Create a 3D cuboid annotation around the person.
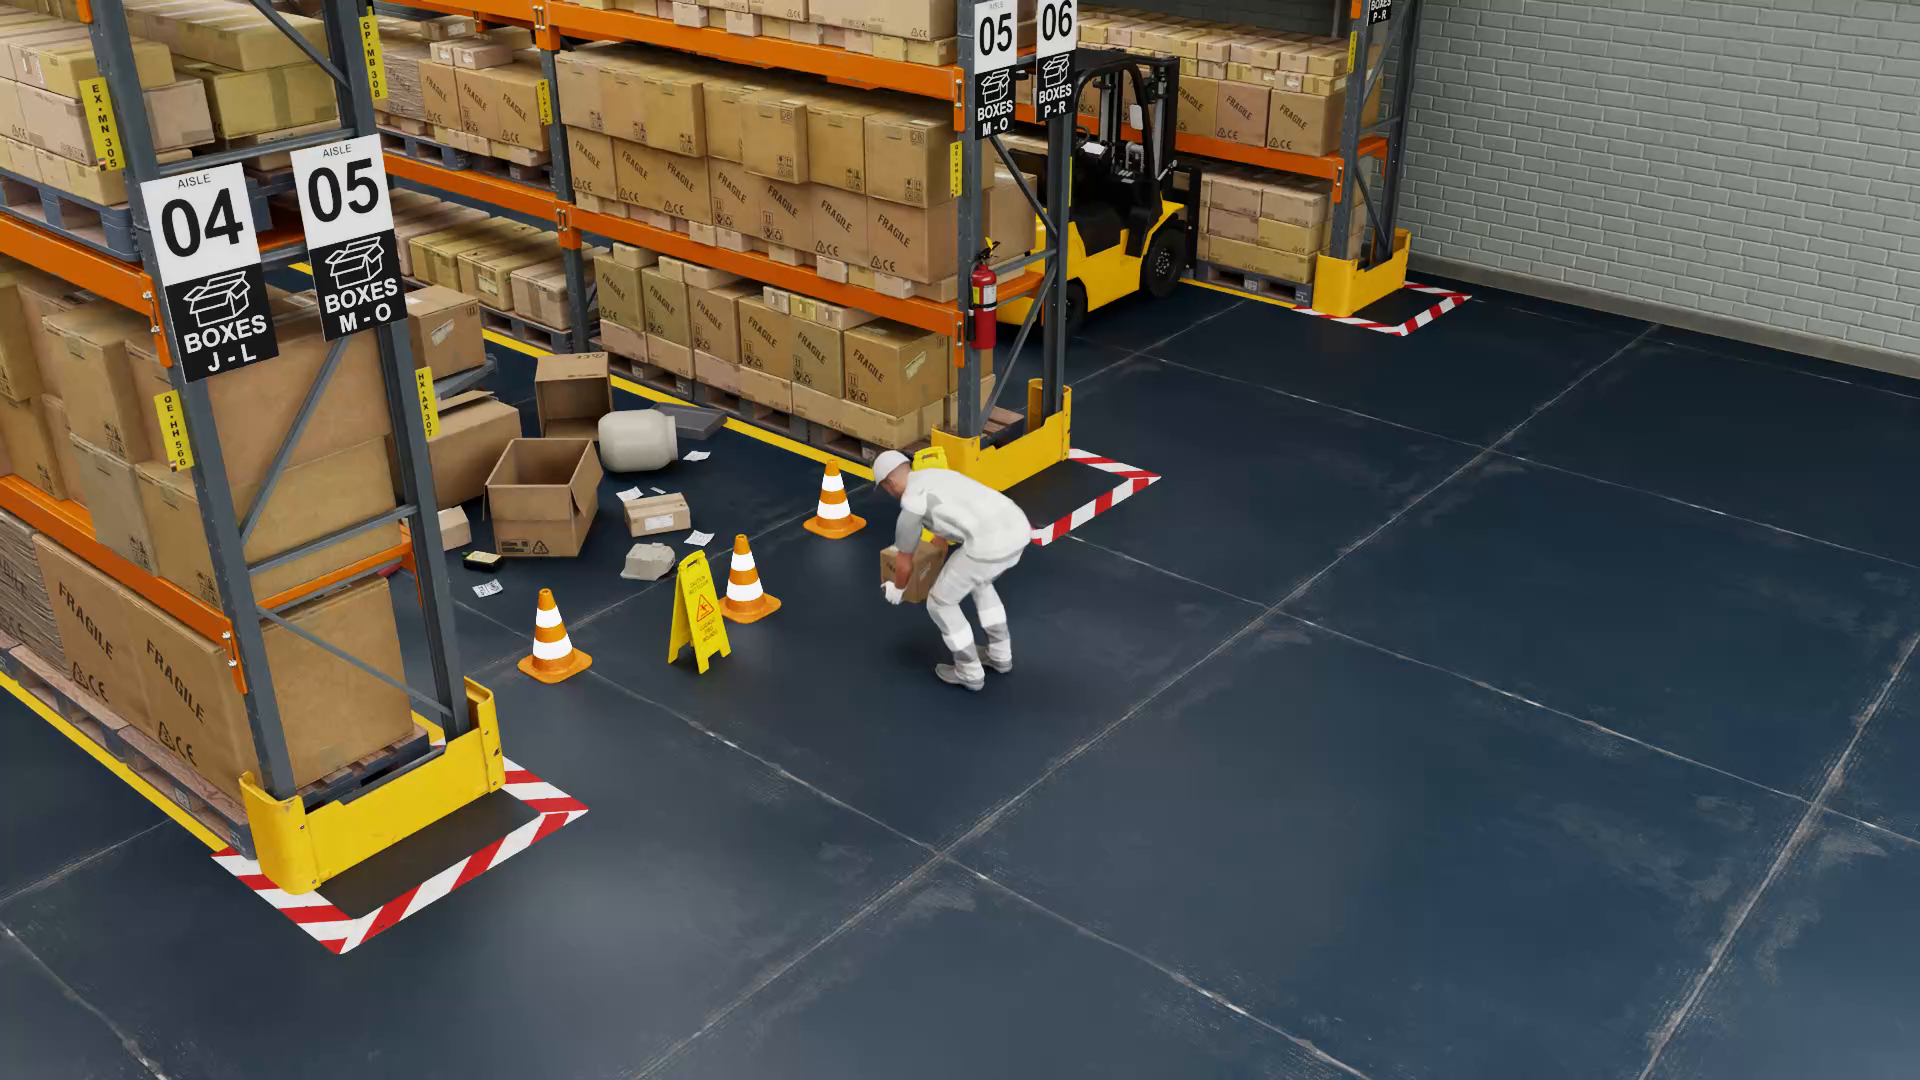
[{"bbox_3d":[-0.071,0.148,8.969,0.944,1.178,0.517,19,33,32],"label":"person"}]
